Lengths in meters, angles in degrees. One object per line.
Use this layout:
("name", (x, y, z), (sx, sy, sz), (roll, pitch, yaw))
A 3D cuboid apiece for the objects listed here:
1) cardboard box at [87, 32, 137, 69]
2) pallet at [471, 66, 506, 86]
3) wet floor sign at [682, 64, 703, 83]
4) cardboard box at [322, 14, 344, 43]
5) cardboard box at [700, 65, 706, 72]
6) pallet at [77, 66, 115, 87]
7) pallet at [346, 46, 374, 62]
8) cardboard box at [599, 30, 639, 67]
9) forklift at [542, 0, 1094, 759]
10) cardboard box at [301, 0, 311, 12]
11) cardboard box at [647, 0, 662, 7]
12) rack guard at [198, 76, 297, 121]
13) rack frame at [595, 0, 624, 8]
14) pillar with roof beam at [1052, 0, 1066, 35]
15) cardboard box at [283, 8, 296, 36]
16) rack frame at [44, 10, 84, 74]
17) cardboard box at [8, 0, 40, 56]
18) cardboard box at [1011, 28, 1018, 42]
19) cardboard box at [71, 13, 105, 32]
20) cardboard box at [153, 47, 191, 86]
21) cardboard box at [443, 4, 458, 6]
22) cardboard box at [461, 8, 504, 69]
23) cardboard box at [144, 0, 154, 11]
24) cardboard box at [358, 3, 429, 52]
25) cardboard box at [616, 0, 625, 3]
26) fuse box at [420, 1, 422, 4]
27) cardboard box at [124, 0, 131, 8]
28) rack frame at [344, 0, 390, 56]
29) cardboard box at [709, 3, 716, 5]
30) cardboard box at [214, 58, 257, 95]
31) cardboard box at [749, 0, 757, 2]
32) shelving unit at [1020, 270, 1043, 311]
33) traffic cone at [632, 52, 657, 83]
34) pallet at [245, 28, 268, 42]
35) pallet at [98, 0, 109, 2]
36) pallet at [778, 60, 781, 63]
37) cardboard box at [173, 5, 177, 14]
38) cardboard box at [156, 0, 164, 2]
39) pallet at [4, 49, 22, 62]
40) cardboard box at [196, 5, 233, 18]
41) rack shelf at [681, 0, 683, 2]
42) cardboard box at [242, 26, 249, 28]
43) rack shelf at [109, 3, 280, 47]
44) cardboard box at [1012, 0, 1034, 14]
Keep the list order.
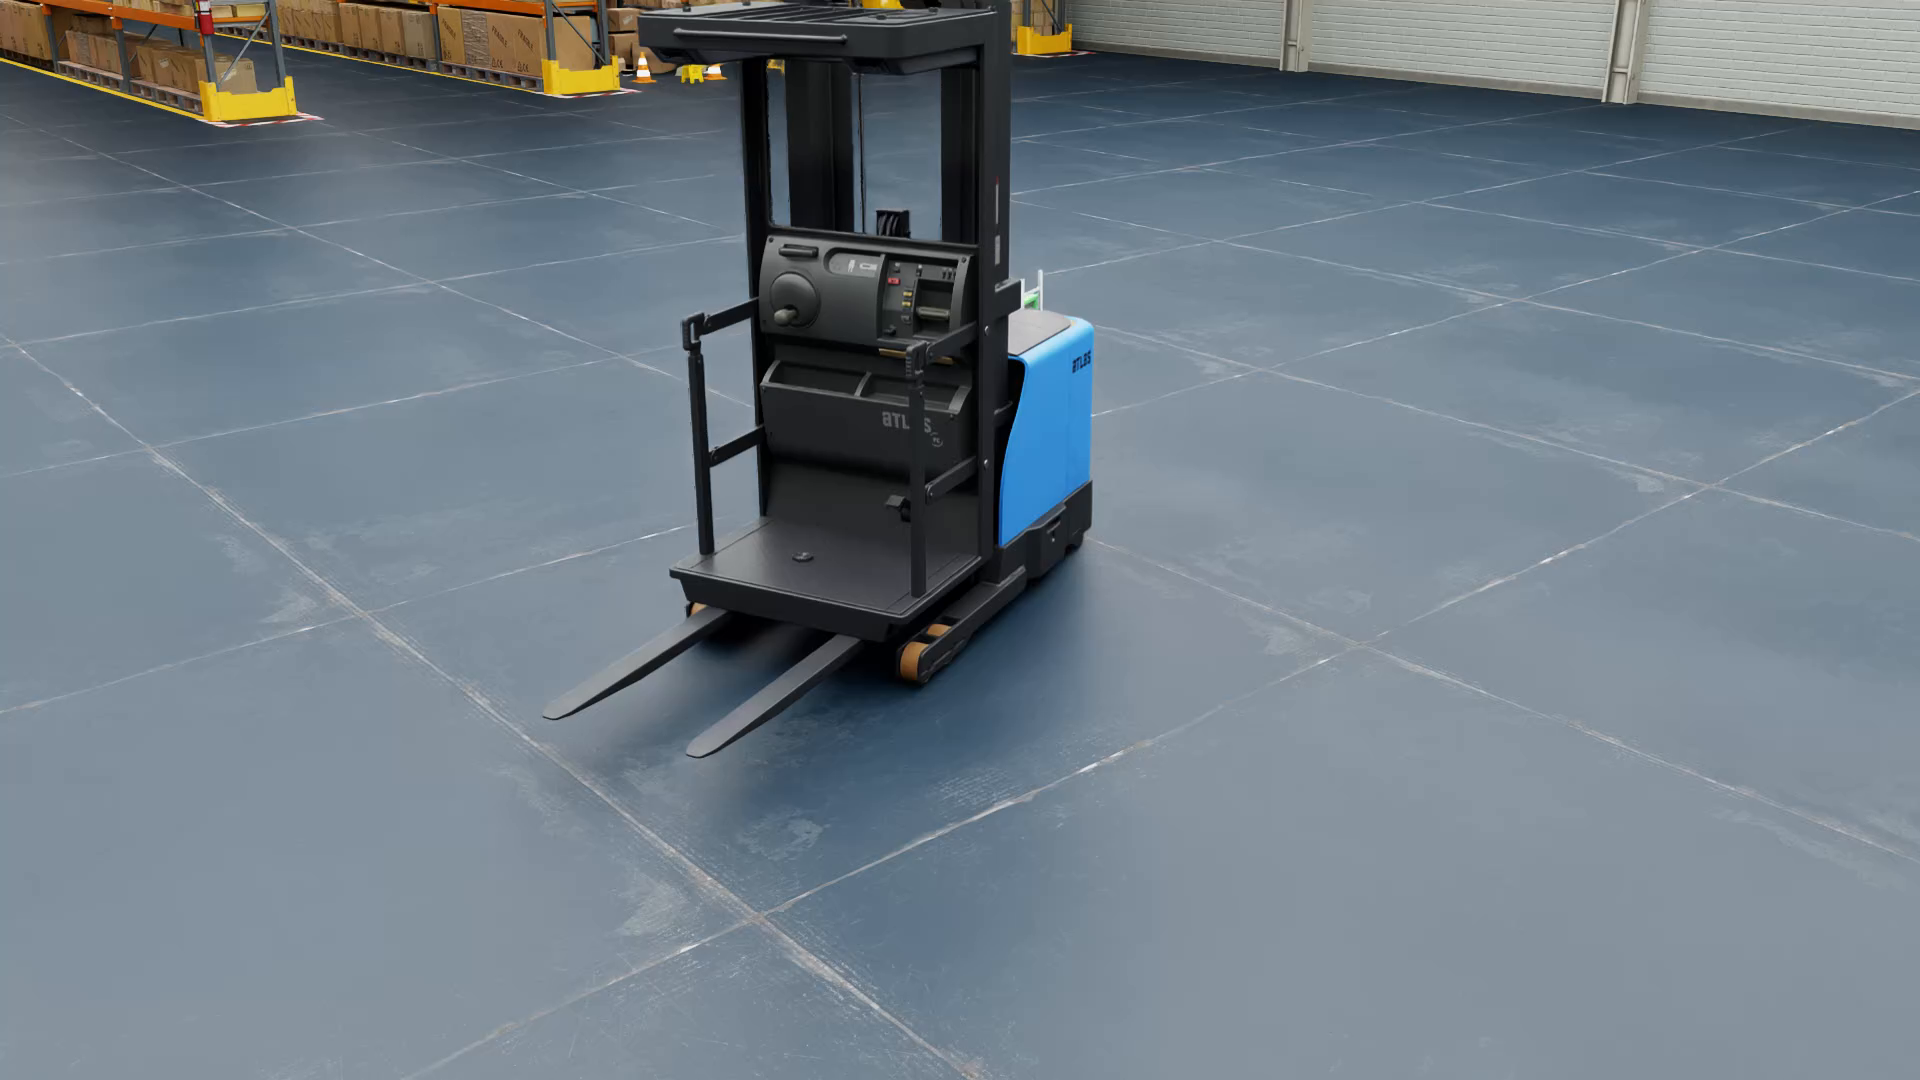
("cardboard box", (-13.689, -7.945, 26.979), (0.700, 0.500, 0.500), (-15, 26, -33))
("pallet", (-7.216, -7.573, 27.029), (1.003, 0.211, 1.213), (-17, 27, -37))
("wet floor sign", (-4.324, -7.699, 26.756), (0.232, 0.644, 0.267), (17, 27, 36))
("cardboard box", (-11.693, -9.693, 31.471), (0.500, 0.500, 0.500), (-18, 27, -38))
("cardboard box", (-4.544, -8.092, 28.439), (0.380, 0.149, 0.250), (-4, 22, -10))
("pallet", (-13.587, -7.538, 26.939), (1.003, 0.211, 1.213), (-17, 27, -37))
("pallet", (-10.607, -9.008, 30.693), (1.003, 0.211, 1.213), (-17, 27, -37))
("cardboard box", (-5.840, -8.578, 29.009), (0.797, 0.637, 0.503), (-17, 27, -37))
("forklift", (-0.483, -0.982, 6.472), (1.130, 2.935, 3.031), (10, 24, 25))
("cardboard box", (-12.368, -10.330, 32.070), (0.500, 0.250, 0.500), (-17, 27, -36))
("cardboard box", (-7.311, -13.449, 41.060), (0.700, 0.500, 0.500), (-19, 28, -39))
("rack guard", (-9.716, -6.036, 22.709), (1.175, 0.500, 0.348), (-17, 27, -37))
("rack frame", (-7.381, -11.748, 33.866), (1.000, 3.000, 0.127), (-17, 27, -37))
("pillar with roof beam", (-1.434, -12.896, 28.571), (9.100, 9.000, 0.400), (-17, 27, -37))
("cardboard box", (-13.048, -10.266, 32.933), (0.500, 0.500, 0.500), (-16, 26, -35))
("rack frame", (-14.889, -9.389, 27.843), (1.000, 3.000, 0.127), (-17, 27, -37))
("cardboard box", (-15.899, -9.039, 29.287), (1.225, 0.875, 0.875), (-17, 27, -37))
("cardboard box", (1.053, -9.691, 31.807), (0.500, 0.250, 0.500), (-17, 27, -37))
("cardboard box", (-14.428, -8.601, 27.628), (0.500, 0.250, 0.500), (-16, 27, -35))
("cardboard box", (-11.667, -7.039, 24.695), (0.500, 0.500, 0.500), (-9, 23, -21))
("cardboard box", (-11.493, -12.552, 38.855), (0.875, 0.438, 0.875), (-17, 27, -36))
("cardboard box", (-7.505, -8.205, 27.156), (0.875, 0.875, 0.875), (-17, 27, -37))
("cardboard box", (-11.376, -7.625, 23.683), (0.380, 0.149, 0.250), (-17, 27, -37))
("cardboard box", (-10.162, -9.260, 30.021), (1.050, 0.750, 0.750), (-17, 27, -37))
("cardboard box", (-8.518, -13.983, 42.419), (0.797, 0.503, 0.637), (-19, 28, -39))
("fuse box", (-14.615, -15.371, 44.882), (0.539, 1.711, 0.414), (-17, 27, -37))
("cardboard box", (-12.028, -7.901, 24.389), (0.380, 0.149, 0.250), (-17, 27, -37))
("rack frame", (-11.065, -10.542, 30.787), (1.000, 3.000, 0.127), (-17, 27, -37))
("cardboard box", (-4.231, -9.535, 30.382), (0.500, 0.500, 0.500), (-16, 27, -35))
("cardboard box", (-10.061, -6.387, 23.030), (0.500, 0.500, 0.500), (-12, 24, -28))
("cardboard box", (-3.502, -9.493, 29.384), (0.380, 0.149, 0.250), (-16, 27, -35))
("shelving unit", (0.120, -0.742, 8.234), (0.503, 1.200, 0.258), (10, 24, 24))
("traffic cone", (-5.114, -7.635, 26.844), (0.336, 0.463, 0.334), (-17, 27, -37))
("pallet", (-14.141, -10.526, 34.569), (1.003, 0.211, 1.213), (-17, 27, -37))
("pallet", (-12.666, -8.441, 25.684), (1.003, 0.211, 1.213), (-17, 27, -37))
("pallet", (-3.504, -8.830, 30.240), (1.003, 0.211, 1.213), (-17, 27, -37))
("cardboard box", (-10.657, -7.369, 23.030), (0.380, 0.149, 0.250), (-17, 27, -37))
("cardboard box", (-10.716, -7.781, 23.191), (0.875, 0.500, 0.500), (-17, 27, -37))
("pallet", (-16.939, -9.001, 30.675), (1.003, 0.211, 1.213), (-17, 27, -37))
("cardboard box", (-10.009, -7.092, 22.321), (0.380, 0.149, 0.250), (-17, 27, -37))
("rack shelf", (-6.075, -10.861, 32.587), (1.077, 0.370, 4.000), (-17, 27, -37))
("cardboard box", (-14.866, -10.828, 34.851), (0.380, 0.149, 0.250), (-18, 27, -38))
("rack shelf", (-10.972, -7.397, 23.742), (1.077, 0.370, 4.000), (-17, 27, -37))
("cardboard box", (1.062, -10.155, 31.621), (0.500, 0.250, 0.500), (-16, 27, -36))
